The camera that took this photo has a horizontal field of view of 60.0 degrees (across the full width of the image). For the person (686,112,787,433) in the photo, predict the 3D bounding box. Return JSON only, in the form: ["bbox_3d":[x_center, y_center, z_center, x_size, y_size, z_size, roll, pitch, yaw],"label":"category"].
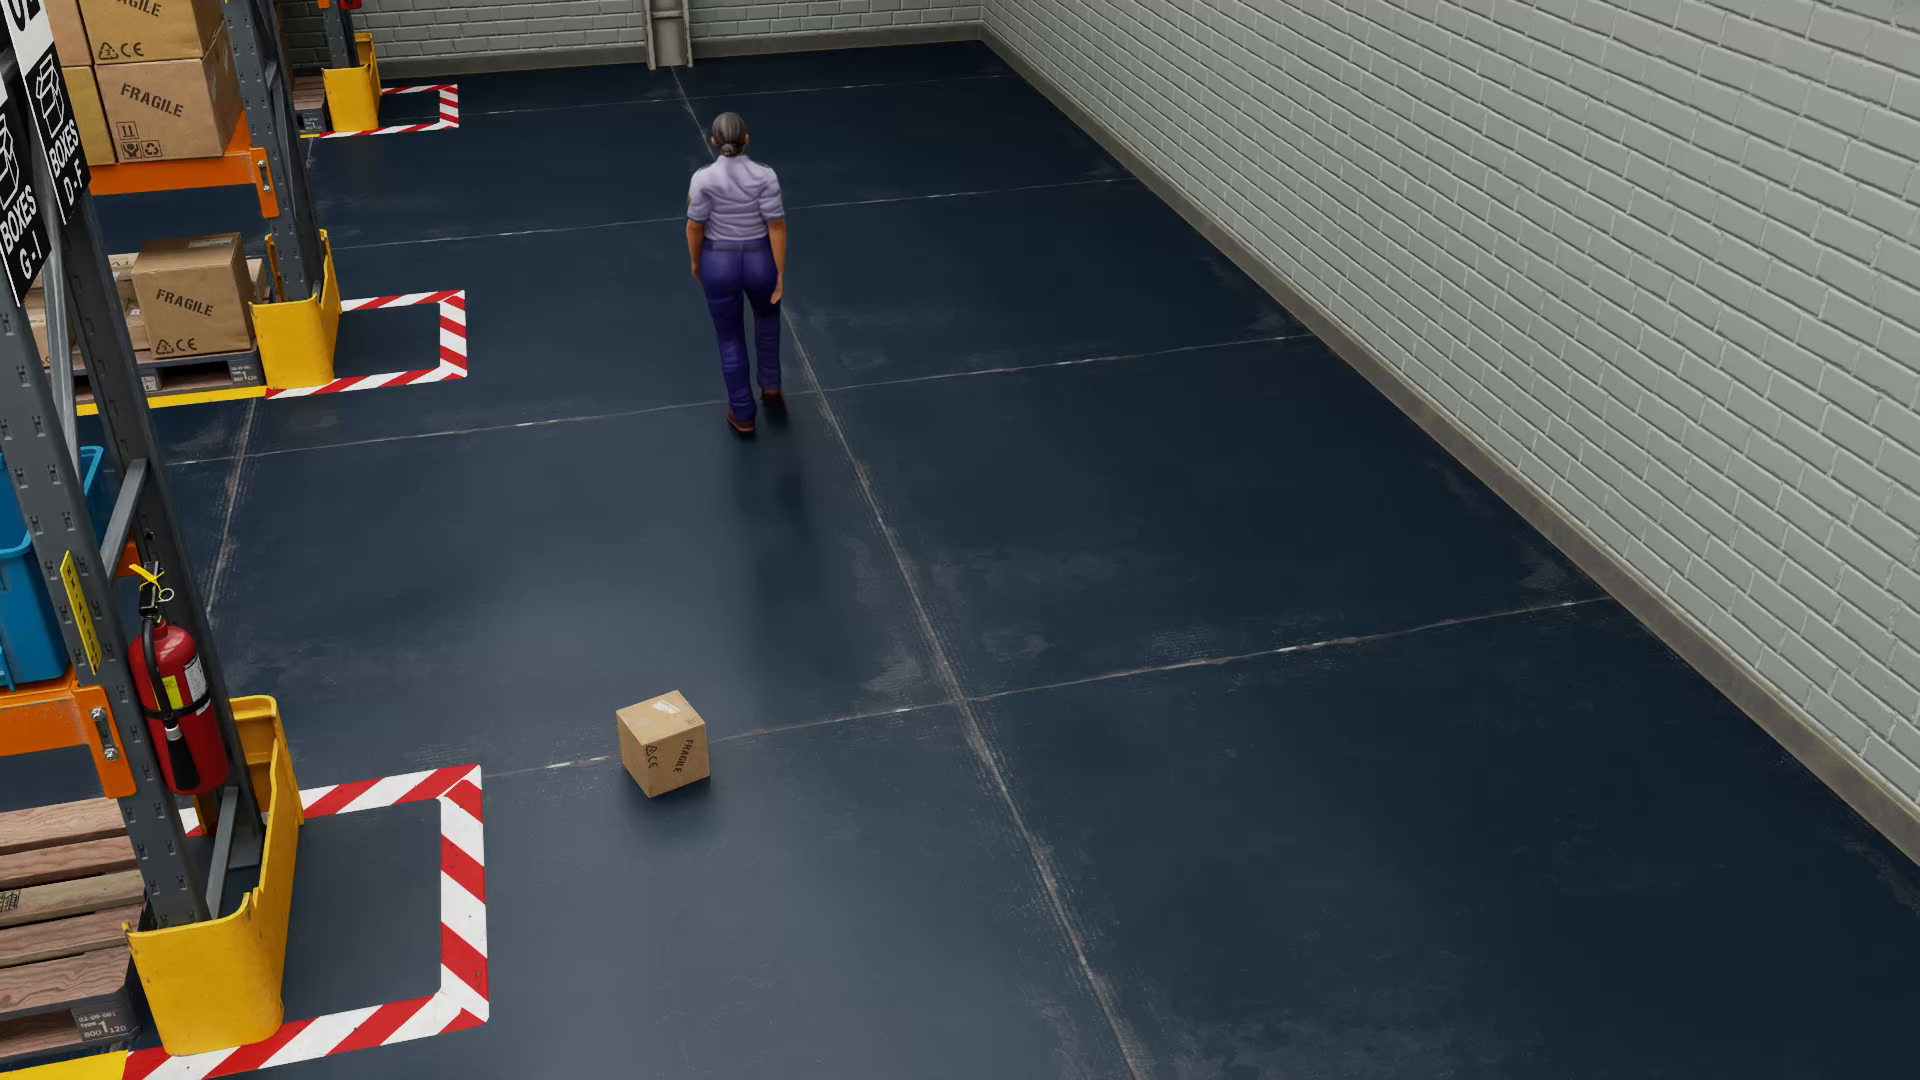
[{"bbox_3d":[-1.133,-1.355,8.490,0.484,1.692,0.591,-7,31,-12],"label":"person"}]
